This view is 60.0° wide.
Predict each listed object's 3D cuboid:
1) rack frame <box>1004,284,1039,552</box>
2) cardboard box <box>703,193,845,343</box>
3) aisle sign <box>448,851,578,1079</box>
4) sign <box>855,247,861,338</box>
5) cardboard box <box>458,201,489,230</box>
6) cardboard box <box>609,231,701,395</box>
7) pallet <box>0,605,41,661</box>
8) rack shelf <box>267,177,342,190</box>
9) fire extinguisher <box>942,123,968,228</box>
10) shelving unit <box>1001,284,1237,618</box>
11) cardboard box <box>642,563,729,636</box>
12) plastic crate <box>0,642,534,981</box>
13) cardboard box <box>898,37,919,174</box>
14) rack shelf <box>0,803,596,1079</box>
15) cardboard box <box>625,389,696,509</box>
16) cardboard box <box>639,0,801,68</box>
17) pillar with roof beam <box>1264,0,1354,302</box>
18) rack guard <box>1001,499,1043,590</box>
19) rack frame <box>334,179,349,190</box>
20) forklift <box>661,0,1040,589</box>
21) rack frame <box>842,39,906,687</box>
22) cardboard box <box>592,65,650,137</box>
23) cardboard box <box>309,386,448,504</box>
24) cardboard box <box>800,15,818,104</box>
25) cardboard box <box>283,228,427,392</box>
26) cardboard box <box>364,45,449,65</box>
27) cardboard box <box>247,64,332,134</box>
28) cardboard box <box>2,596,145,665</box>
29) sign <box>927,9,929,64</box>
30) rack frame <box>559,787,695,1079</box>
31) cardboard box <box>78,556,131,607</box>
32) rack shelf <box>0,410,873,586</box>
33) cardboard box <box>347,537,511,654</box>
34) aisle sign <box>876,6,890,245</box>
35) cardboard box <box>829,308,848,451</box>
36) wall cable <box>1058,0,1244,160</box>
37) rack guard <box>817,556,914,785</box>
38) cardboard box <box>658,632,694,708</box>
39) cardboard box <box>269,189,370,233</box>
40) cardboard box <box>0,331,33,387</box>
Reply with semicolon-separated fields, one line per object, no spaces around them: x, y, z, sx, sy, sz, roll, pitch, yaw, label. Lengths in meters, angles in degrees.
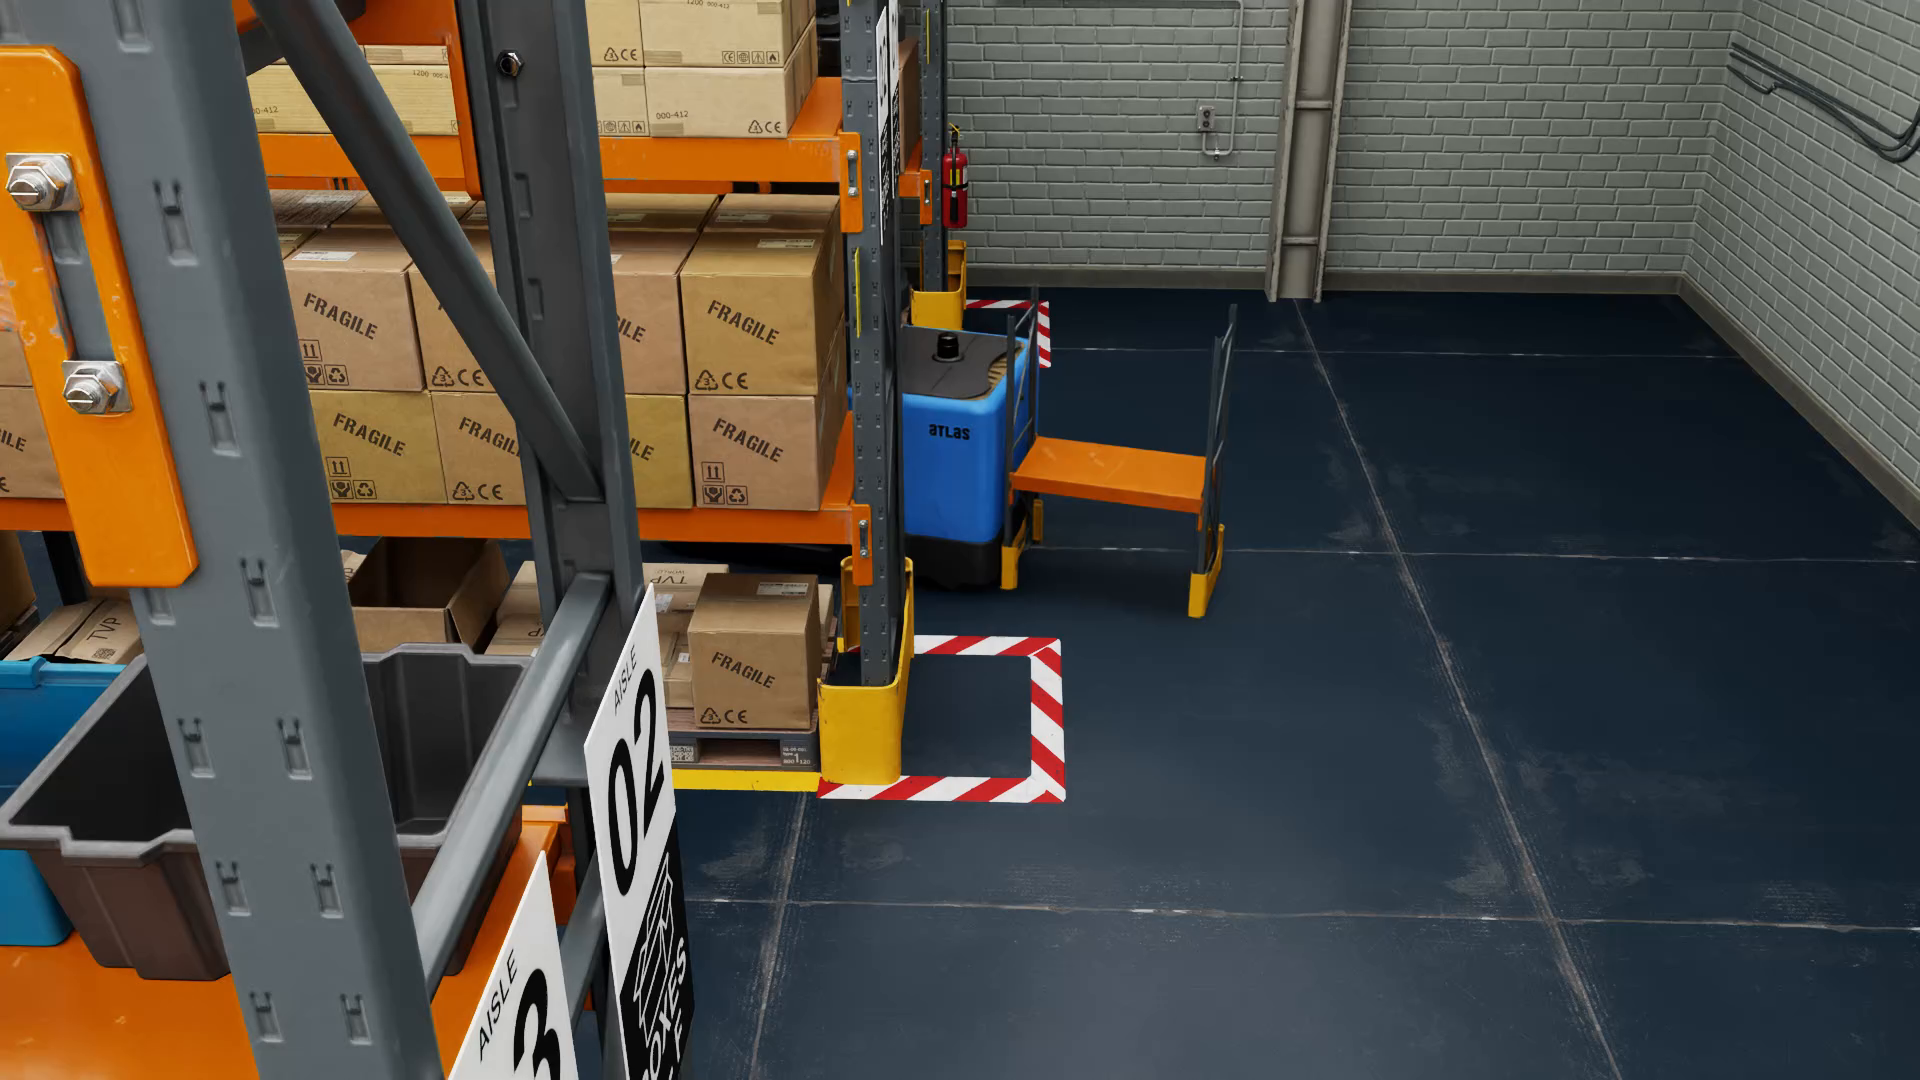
0.317;-0.536;8.659;0.032;1.500;0.500;8;29;15;rack frame
-0.775;-1.149;7.040;0.500;0.500;0.500;2;28;3;cardboard box
-0.458;0.776;1.808;0.004;0.787;0.394;1;28;2;aisle sign
-0.380;-0.924;6.217;0.005;0.325;0.100;1;28;2;sign
-1.797;-1.165;7.070;0.500;0.500;0.500;1;28;3;cardboard box
-1.300;-0.905;6.580;0.500;0.500;0.500;2;28;3;cardboard box
-5.152;0.638;7.821;1.213;0.211;1.003;1;28;2;pallet
-6.166;-2.632;11.781;4.000;0.370;1.077;1;28;2;rack shelf
-0.035;-2.433;11.119;0.183;0.674;0.296;1;28;2;fire extinguisher
0.812;-0.465;8.526;1.083;1.500;0.587;8;29;15;shelving unit
-1.374;0.338;7.875;0.500;0.250;0.500;1;28;2;cardboard box
-0.894;0.382;2.264;0.590;0.269;0.497;1;28;2;plastic crate
-0.680;-2.987;11.362;0.700;0.700;0.980;2;28;4;cardboard box
-2.518;0.746;2.206;4.000;0.370;1.077;1;28;2;rack shelf
-1.317;-0.463;6.815;0.500;0.500;0.500;1;28;2;cardboard box
-0.863;-1.901;6.058;0.500;0.250;0.500;1;28;2;cardboard box
2.407;-3.847;6.899;0.400;9.000;9.100;1;28;2;pillar with roof beam
0.335;0.019;8.947;0.087;0.250;0.587;8;29;15;rack guard
-4.167;-2.917;11.550;0.127;3.000;1.000;1;28;2;rack frame
-1.131;-1.426;8.811;3.031;2.935;1.130;8;29;15;forklift
-0.341;-0.532;7.051;0.127;3.000;1.000;1;28;2;rack frame
-1.363;-1.690;6.192;0.500;0.250;0.500;1;28;2;cardboard box
-2.318;-0.482;6.851;0.500;0.500;0.500;1;28;1;cardboard box
-0.845;-1.919;6.624;0.500;0.250;0.500;1;28;2;cardboard box
-2.332;-0.920;6.608;0.500;0.500;0.500;2;28;3;cardboard box
-1.862;-1.919;6.092;0.500;0.250;0.500;1;28;2;cardboard box
-2.362;-1.708;6.226;0.500;0.250;0.500;1;28;2;cardboard box
-3.926;0.503;7.499;0.500;0.311;0.500;1;28;2;cardboard box
-0.203;-3.213;10.620;0.005;0.325;0.100;1;28;2;sign
-0.519;1.786;2.678;0.127;3.000;1.000;1;28;2;rack frame
-3.759;0.188;7.891;0.500;0.500;0.500;1;28;2;cardboard box
-2.339;-0.247;7.282;4.000;0.370;1.077;1;28;2;rack shelf
-2.460;0.339;7.604;0.637;0.503;0.797;1;28;2;cardboard box
-0.283;-1.536;6.170;0.004;0.787;0.394;1;28;2;aisle sign
-0.775;-0.707;7.275;0.500;0.500;0.500;2;28;3;cardboard box
1.143;-3.721;11.983;1.851;1.984;0.084;1;28;2;wall cable
-0.417;0.571;7.639;0.348;0.500;1.175;1;28;2;rack guard
-1.294;0.583;7.503;0.250;0.166;0.380;1;28;2;cardboard box
-2.808;-1.181;7.102;0.500;0.500;0.500;1;28;2;cardboard box
-3.877;-0.945;6.655;0.500;0.500;0.500;2;28;3;cardboard box
